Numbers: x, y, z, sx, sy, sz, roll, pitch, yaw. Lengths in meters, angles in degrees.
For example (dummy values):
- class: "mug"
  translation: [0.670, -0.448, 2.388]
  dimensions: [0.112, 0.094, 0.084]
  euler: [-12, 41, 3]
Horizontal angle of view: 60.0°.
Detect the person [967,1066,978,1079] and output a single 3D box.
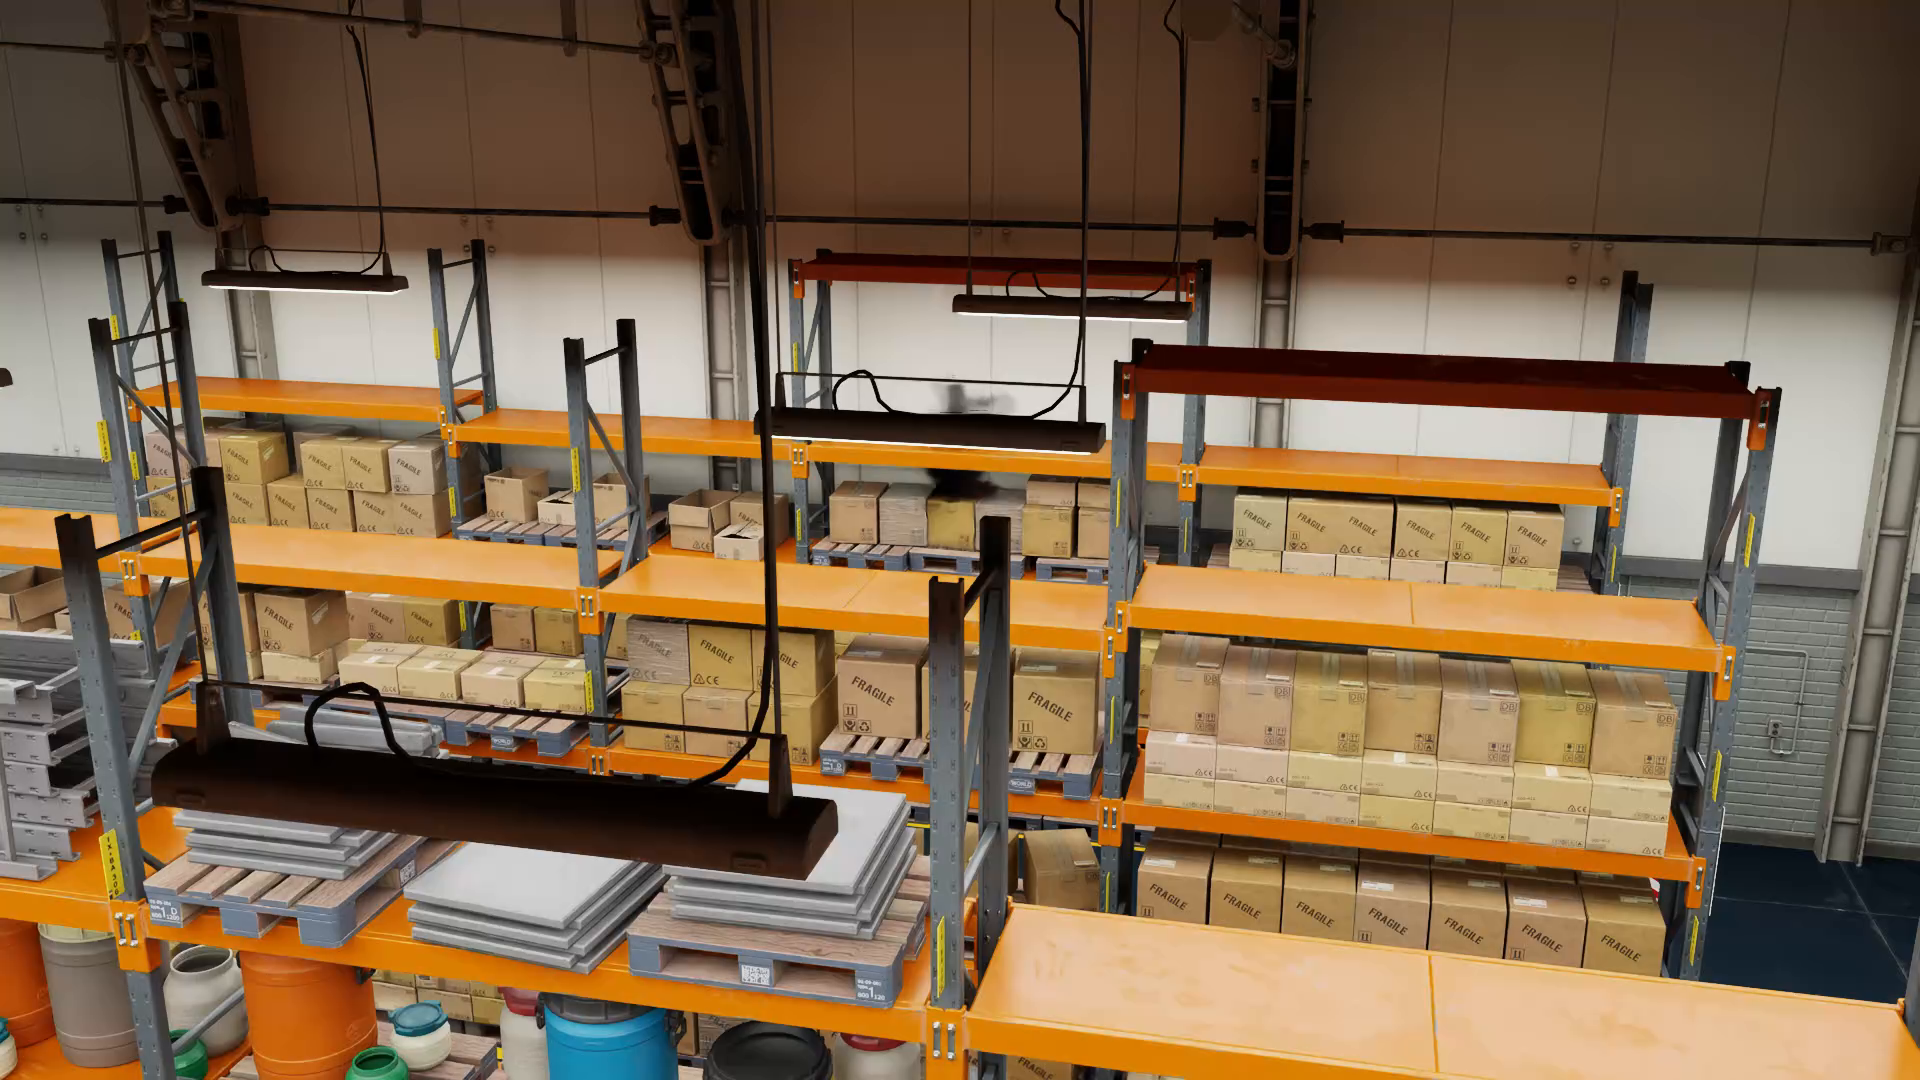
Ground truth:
- class: "person"
  translation: [0.118, 4.225, 10.980]
  dimensions: [0.797, 1.687, 0.623]
  euler: [-1, 16, -2]
